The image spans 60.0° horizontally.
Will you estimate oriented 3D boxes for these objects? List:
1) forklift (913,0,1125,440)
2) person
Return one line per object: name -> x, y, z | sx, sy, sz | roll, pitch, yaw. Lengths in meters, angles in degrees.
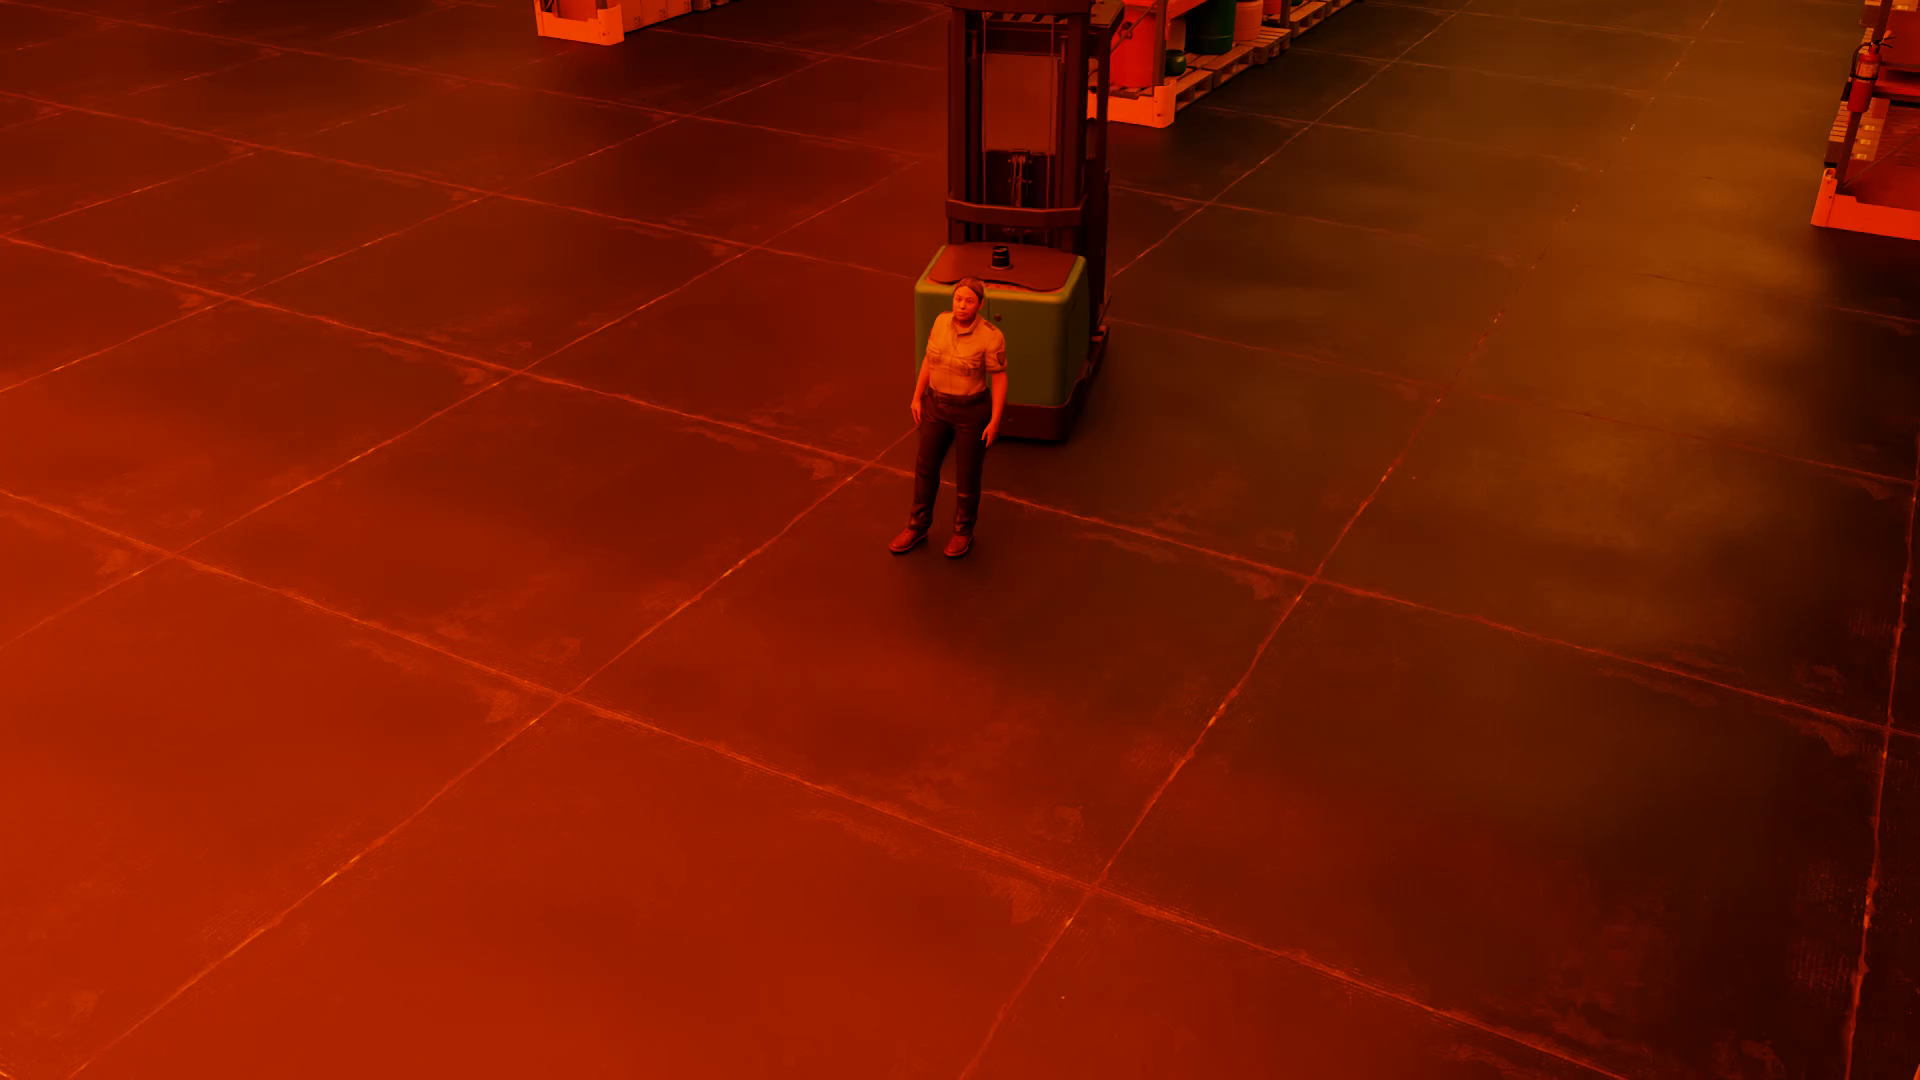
forklift -> 0.509, -2.651, 11.665 | 1.130, 2.935, 3.031 | 6, 31, 11
person -> -0.063, -0.686, 9.529 | 0.599, 1.650, 0.503 | 15, 33, 25
